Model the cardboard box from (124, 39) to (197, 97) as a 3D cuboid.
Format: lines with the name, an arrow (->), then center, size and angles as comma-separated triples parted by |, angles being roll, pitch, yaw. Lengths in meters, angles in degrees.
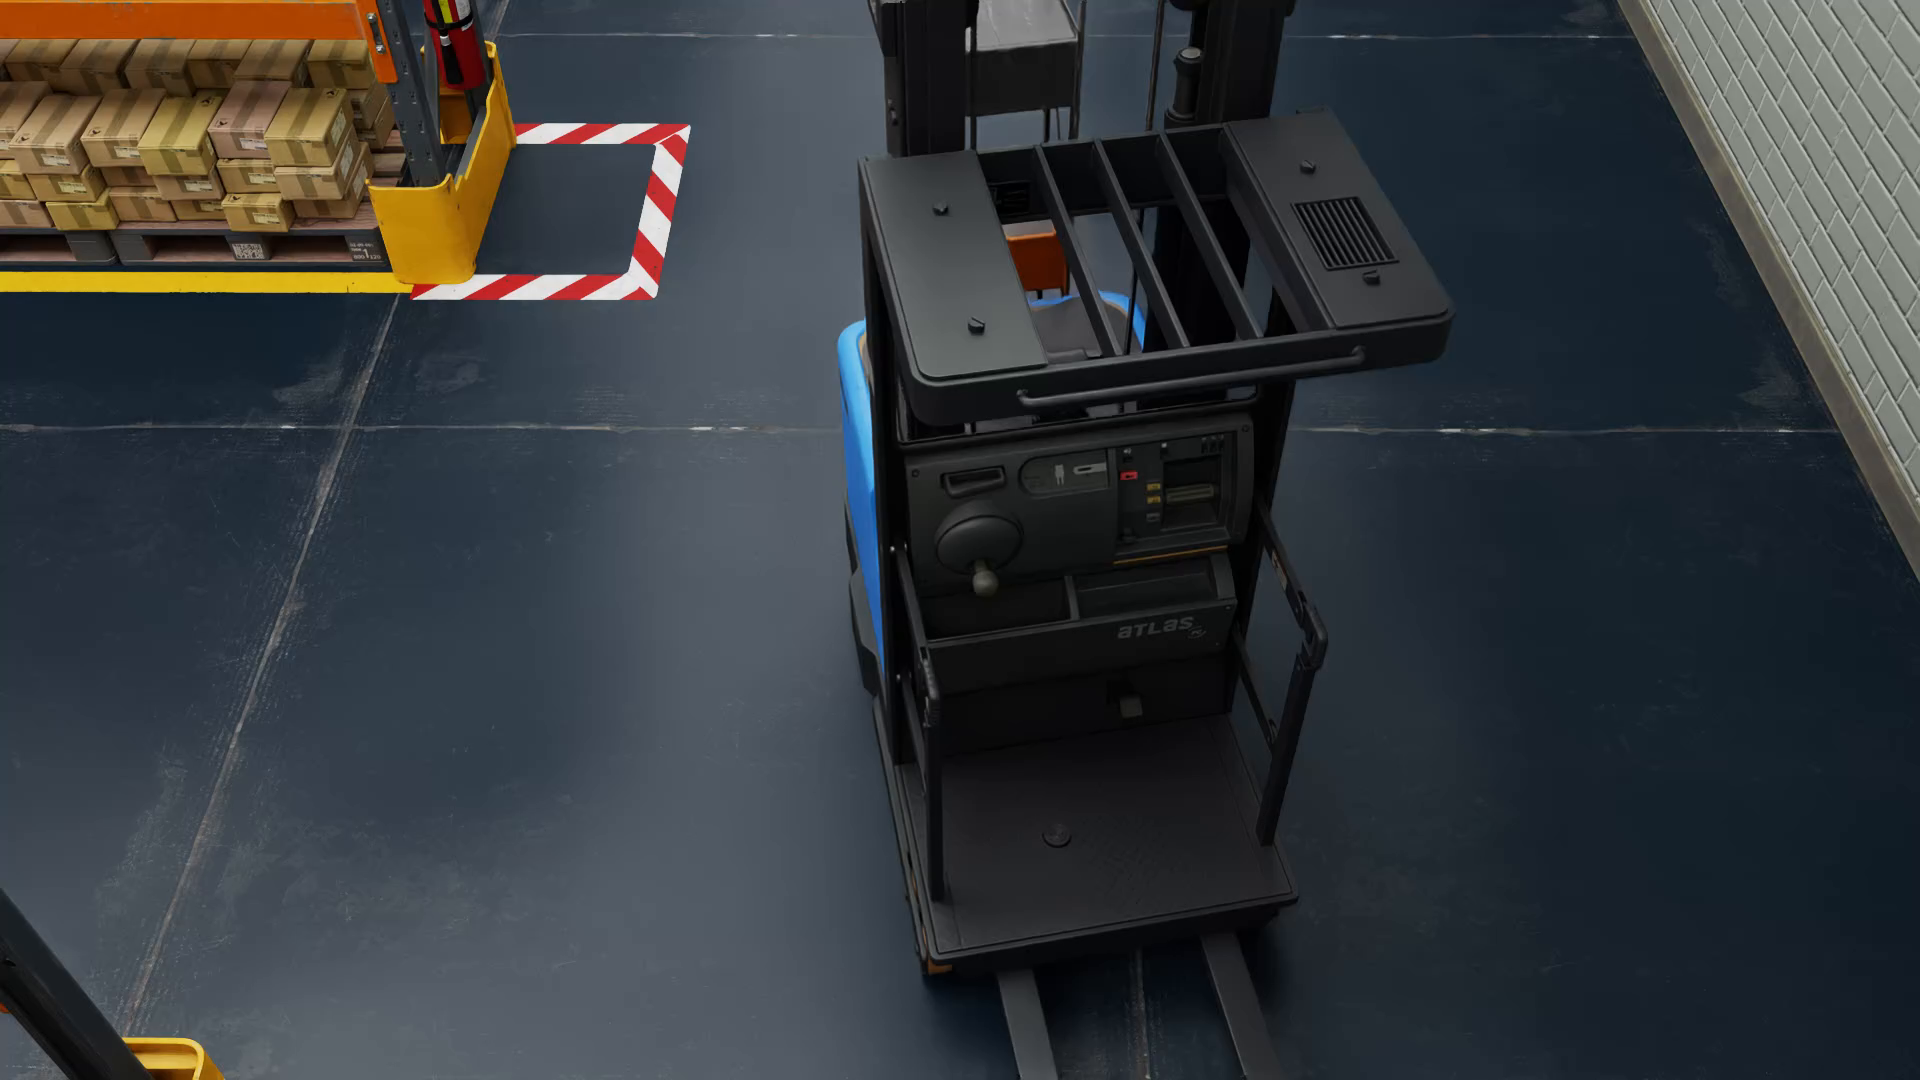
cardboard box -> -3.540, -2.144, 7.450 | 0.250, 0.149, 0.380 | -2, 47, -2

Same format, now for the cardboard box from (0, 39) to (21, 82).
cardboard box -> -4.332, -2.116, 7.425 | 0.250, 0.149, 0.380 | 0, 47, 0

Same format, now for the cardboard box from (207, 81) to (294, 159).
cardboard box -> -3.023, -1.805, 7.135 | 0.250, 0.149, 0.380 | 1, 47, 1

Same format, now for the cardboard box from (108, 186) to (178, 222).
cardboard box -> -3.537, -1.574, 7.326 | 0.250, 0.149, 0.380 | 1, 47, 1

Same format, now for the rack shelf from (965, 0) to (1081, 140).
rack shelf -> 0.086, -1.449, 5.226 | 0.480, 0.518, 0.431 | -8, 48, -7

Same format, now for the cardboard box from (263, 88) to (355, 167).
cardboard box -> -2.772, -1.762, 7.095 | 0.250, 0.149, 0.380 | 1, 47, 1

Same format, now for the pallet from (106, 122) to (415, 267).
pallet -> -3.130, -1.650, 7.642 | 1.213, 0.211, 1.003 | 0, 47, 0

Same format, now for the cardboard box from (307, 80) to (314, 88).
cardboard box -> -3.038, -2.076, 7.591 | 0.250, 0.149, 0.380 | 0, 47, 0

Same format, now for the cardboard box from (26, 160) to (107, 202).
cardboard box -> -3.808, -1.630, 7.175 | 0.250, 0.149, 0.380 | 1, 47, 1

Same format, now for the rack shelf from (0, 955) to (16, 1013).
rack shelf -> -4.159, 1.291, 3.490 | 4.000, 0.370, 1.077 | 0, 47, 0

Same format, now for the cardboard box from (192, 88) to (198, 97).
cardboard box -> -3.540, -2.092, 7.606 | 0.250, 0.149, 0.380 | 1, 47, 1

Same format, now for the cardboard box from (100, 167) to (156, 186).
cardboard box -> -3.559, -1.714, 7.253 | 0.250, 0.149, 0.380 | 0, 47, 0

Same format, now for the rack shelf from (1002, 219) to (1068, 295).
rack shelf -> 0.086, -0.972, 5.739 | 0.480, 0.518, 0.431 | -8, 48, -7

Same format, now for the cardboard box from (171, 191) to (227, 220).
cardboard box -> -3.290, -1.583, 7.335 | 0.250, 0.149, 0.380 | 0, 47, 0

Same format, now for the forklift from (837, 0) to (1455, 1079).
forklift -> 0.365, 0.009, 4.239 | 1.130, 2.935, 3.031 | -8, 48, -7

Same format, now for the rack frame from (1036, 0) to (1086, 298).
rack frame -> 0.326, -1.015, 5.760 | 0.015, 2.100, 0.400 | -8, 48, -7

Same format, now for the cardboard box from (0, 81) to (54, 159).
cardboard box -> -4.073, -1.802, 7.132 | 0.250, 0.149, 0.380 | -1, 47, -1

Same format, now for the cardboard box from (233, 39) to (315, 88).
cardboard box -> -3.041, -2.109, 7.418 | 0.250, 0.149, 0.380 | 1, 47, 1

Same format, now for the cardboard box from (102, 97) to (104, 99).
cardboard box -> -3.805, -2.024, 7.542 | 0.250, 0.149, 0.380 | -2, 47, -2

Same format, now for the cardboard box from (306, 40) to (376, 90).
cardboard box -> -2.765, -2.196, 7.499 | 0.250, 0.149, 0.380 | -2, 47, -2

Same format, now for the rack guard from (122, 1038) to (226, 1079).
rack guard -> -2.135, 1.903, 4.137 | 0.348, 0.500, 1.175 | 0, 47, 0

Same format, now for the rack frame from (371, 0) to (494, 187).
rack frame -> -2.242, -2.572, 6.595 | 0.127, 3.000, 1.000 | 0, 47, 0

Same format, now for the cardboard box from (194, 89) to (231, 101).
cardboard box -> -3.284, -2.012, 7.531 | 0.250, 0.149, 0.380 | 1, 47, 1

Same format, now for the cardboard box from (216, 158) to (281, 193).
cardboard box -> -3.032, -1.678, 7.220 | 0.250, 0.149, 0.380 | -1, 47, -1

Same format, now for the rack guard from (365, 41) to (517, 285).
rack guard -> -2.318, -1.720, 7.510 | 0.348, 0.500, 1.175 | 0, 47, 0

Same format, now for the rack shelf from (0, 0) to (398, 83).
rack shelf -> -4.242, -2.332, 6.863 | 4.000, 0.370, 1.077 | 0, 47, 0

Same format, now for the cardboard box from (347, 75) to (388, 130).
cardboard box -> -2.765, -2.034, 7.552 | 0.250, 0.149, 0.380 | 2, 47, 2

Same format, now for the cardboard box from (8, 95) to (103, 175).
cardboard box -> -3.810, -1.720, 7.056 | 0.250, 0.149, 0.380 | 2, 47, 2

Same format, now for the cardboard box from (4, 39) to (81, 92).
cardboard box -> -4.081, -2.186, 7.489 | 0.250, 0.149, 0.380 | 1, 47, 1

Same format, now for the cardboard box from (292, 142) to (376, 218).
cardboard box -> -2.769, -1.592, 7.344 | 0.250, 0.149, 0.380 | 1, 47, 1

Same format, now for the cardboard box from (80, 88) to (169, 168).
cardboard box -> -3.541, -1.760, 7.093 | 0.250, 0.149, 0.380 | -2, 47, -1

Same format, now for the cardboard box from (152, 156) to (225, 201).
cardboard box -> -3.290, -1.638, 7.183 | 0.250, 0.149, 0.380 | -2, 47, -1

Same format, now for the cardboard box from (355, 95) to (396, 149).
cardboard box -> -2.765, -1.979, 7.704 | 0.250, 0.149, 0.380 | 1, 47, 1

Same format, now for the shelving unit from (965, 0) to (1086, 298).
shelving unit -> 0.086, -0.981, 5.729 | 0.503, 2.100, 0.431 | -8, 48, -7

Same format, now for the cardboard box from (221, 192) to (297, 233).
cardboard box -> -3.027, -1.519, 7.275 | 0.250, 0.149, 0.380 | 1, 47, 1

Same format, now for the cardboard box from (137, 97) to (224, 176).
cardboard box -> -3.283, -1.713, 7.049 | 0.250, 0.149, 0.380 | -1, 47, -1

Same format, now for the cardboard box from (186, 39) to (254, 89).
cardboard box -> -3.292, -2.204, 7.506 | 0.250, 0.149, 0.380 | 0, 47, 0

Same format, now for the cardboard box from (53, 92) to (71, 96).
cardboard box -> -4.077, -1.994, 7.514 | 0.250, 0.149, 0.380 | 2, 47, 2

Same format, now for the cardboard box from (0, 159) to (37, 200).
cardboard box -> -4.065, -1.644, 7.188 | 0.250, 0.149, 0.380 | 2, 47, 2

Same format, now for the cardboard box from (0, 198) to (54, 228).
cardboard box -> -4.066, -1.544, 7.299 | 0.250, 0.149, 0.380 | 1, 47, 1

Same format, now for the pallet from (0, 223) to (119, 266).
pallet -> -4.347, -1.656, 7.647 | 1.213, 0.211, 1.003 | 0, 47, 0

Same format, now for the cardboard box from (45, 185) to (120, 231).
cardboard box -> -3.793, -1.529, 7.284 | 0.250, 0.149, 0.380 | -2, 47, -2

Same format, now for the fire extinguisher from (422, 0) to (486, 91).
fire extinguisher -> -1.992, -2.080, 6.444 | 0.183, 0.674, 0.296 | 0, 47, 0

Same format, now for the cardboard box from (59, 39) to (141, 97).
cardboard box -> -3.818, -2.151, 7.458 | 0.250, 0.149, 0.380 | 2, 47, 2

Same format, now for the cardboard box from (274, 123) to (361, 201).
cardboard box -> -2.771, -1.637, 7.182 | 0.250, 0.149, 0.380 | -1, 47, -1
